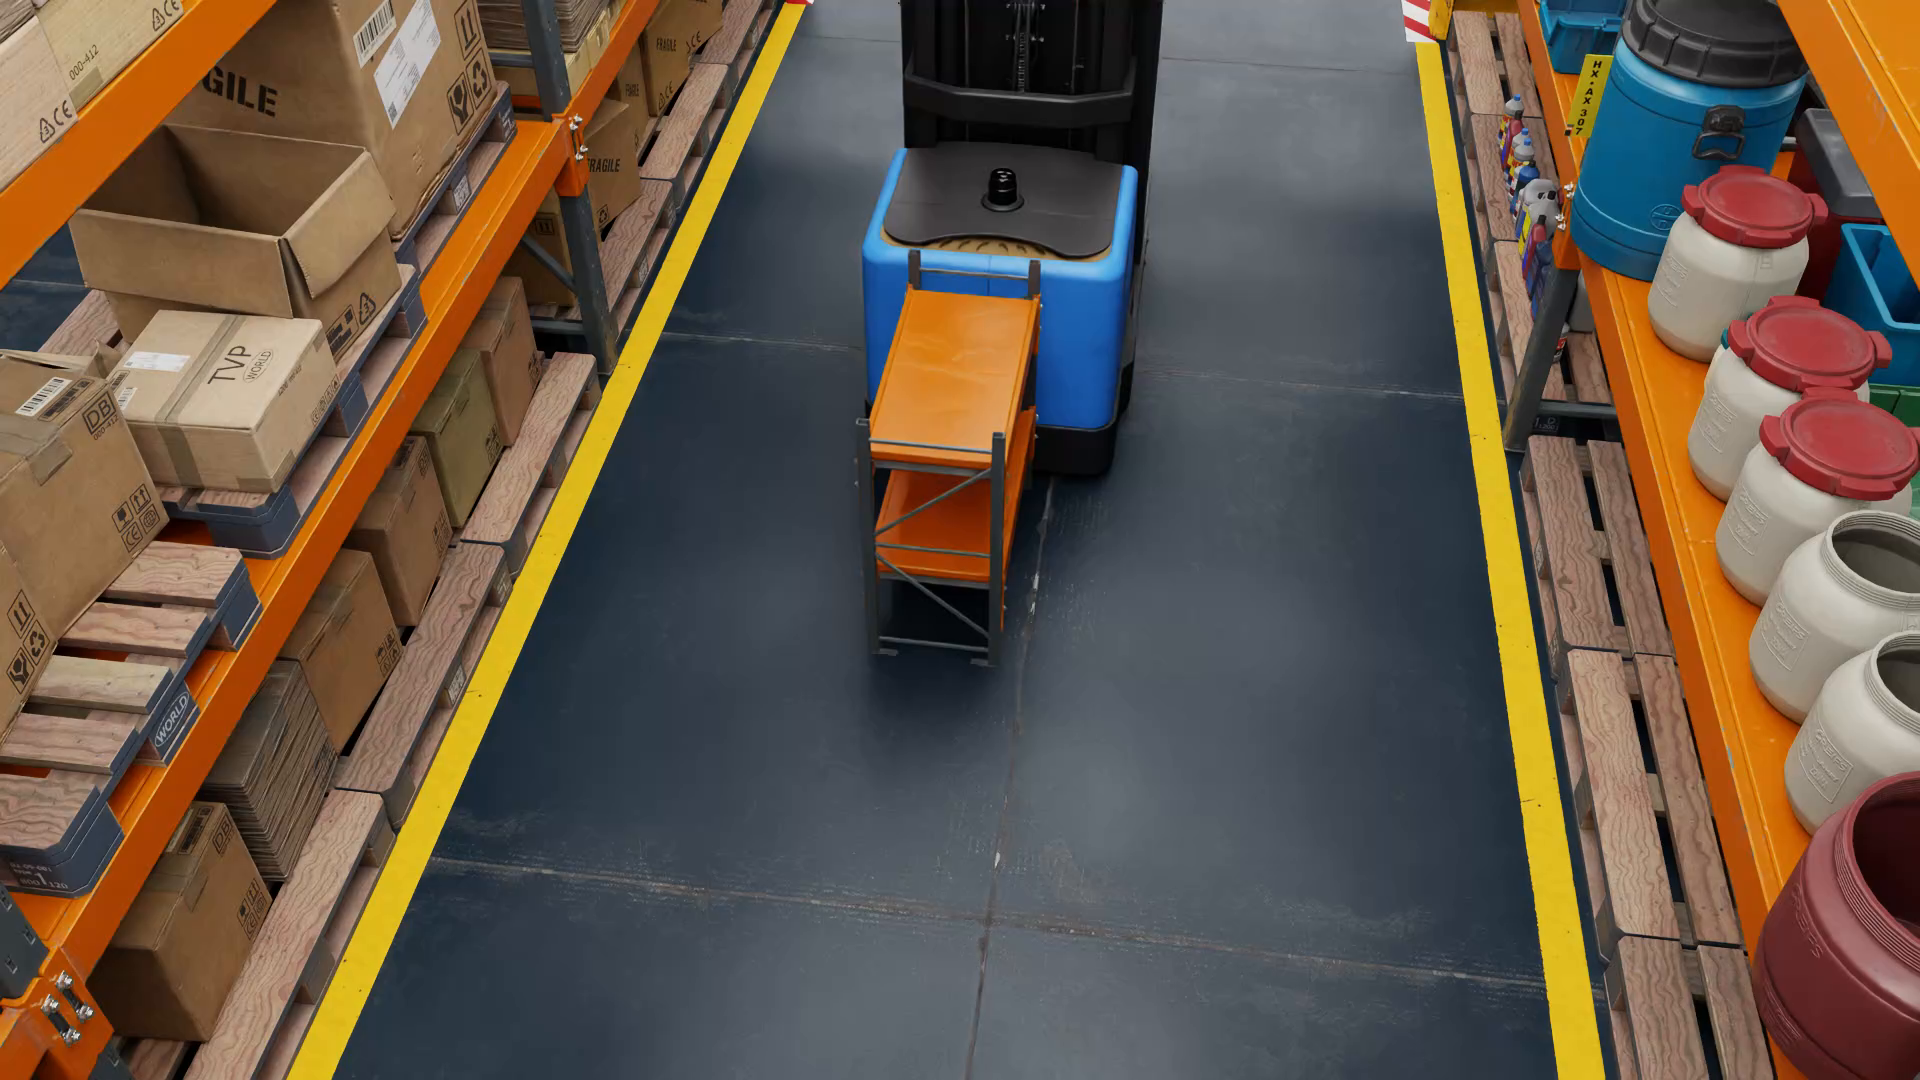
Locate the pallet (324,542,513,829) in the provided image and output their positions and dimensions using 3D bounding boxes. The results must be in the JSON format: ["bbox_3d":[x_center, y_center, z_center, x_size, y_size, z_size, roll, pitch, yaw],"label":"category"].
[{"bbox_3d":[-2.328,0.465,6.106,1.003,0.211,1.213,5,44,6],"label":"pallet"}]

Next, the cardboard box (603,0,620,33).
[{"bbox_3d":[-1.689,-2.282,7.162,0.380,0.149,0.250,5,44,6],"label":"cardboard box"}]

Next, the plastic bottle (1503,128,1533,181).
[{"bbox_3d":[2.777,-1.916,8.257,0.097,0.271,0.097,0,43,0],"label":"plastic bottle"}]

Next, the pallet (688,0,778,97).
[{"bbox_3d":[-1.691,-3.024,9.790,1.003,0.211,1.213,5,44,6],"label":"pallet"}]

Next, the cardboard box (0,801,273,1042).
[{"bbox_3d":[-2.527,1.103,4.901,0.700,0.500,0.500,3,44,3],"label":"cardboard box"}]

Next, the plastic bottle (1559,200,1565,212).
[{"bbox_3d":[2.815,-1.460,7.766,0.061,0.283,0.133,5,44,6],"label":"plastic bottle"}]

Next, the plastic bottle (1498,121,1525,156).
[{"bbox_3d":[2.809,-2.054,8.453,0.097,0.201,0.097,0,43,0],"label":"plastic bottle"}]

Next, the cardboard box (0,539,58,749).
[{"bbox_3d":[-2.564,0.253,3.923,0.500,0.500,0.500,0,43,0],"label":"cardboard box"}]

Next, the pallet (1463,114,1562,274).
[{"bbox_3d":[3.131,-1.737,8.431,1.003,0.211,1.213,5,44,6],"label":"pallet"}]

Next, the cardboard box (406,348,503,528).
[{"bbox_3d":[-2.252,-0.425,6.515,0.700,0.500,0.500,5,44,5],"label":"cardboard box"}]

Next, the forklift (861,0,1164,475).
[{"bbox_3d":[0.334,-2.354,7.105,1.130,2.935,3.031,6,44,6],"label":"forklift"}]

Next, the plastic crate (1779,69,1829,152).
[{"bbox_3d":[3.037,-1.785,6.498,0.767,0.338,0.504,5,44,6],"label":"plastic crate"}]

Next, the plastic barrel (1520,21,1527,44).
[{"bbox_3d":[3.360,-2.982,9.222,0.421,0.512,0.421,0,43,0],"label":"plastic barrel"}]

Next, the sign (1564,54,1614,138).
[{"bbox_3d":[2.298,-1.620,6.078,0.100,0.325,0.005,5,44,6],"label":"sign"}]

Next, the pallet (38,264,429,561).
[{"bbox_3d":[-2.375,-0.469,5.204,1.003,0.211,1.213,5,44,6],"label":"pallet"}]

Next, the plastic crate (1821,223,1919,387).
[{"bbox_3d":[3.005,-0.676,5.294,0.392,0.384,0.575,5,44,6],"label":"plastic crate"}]

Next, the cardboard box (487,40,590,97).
[{"bbox_3d":[-1.741,-1.940,6.800,0.380,0.149,0.250,5,44,6],"label":"cardboard box"}]

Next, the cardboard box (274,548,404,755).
[{"bbox_3d":[-2.399,0.337,5.711,0.700,0.500,0.500,9,44,9],"label":"cardboard box"}]

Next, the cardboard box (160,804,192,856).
[{"bbox_3d":[-2.537,0.830,4.644,0.500,0.250,0.500,7,44,7],"label":"cardboard box"}]

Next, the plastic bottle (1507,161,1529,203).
[{"bbox_3d":[2.751,-1.755,8.137,0.097,0.201,0.097,0,43,0],"label":"plastic bottle"}]

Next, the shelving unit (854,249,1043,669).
[{"bbox_3d":[-0.022,-0.308,6.257,0.538,1.125,1.048,6,44,6],"label":"shelving unit"}]

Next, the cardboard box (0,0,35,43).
[{"bbox_3d":[-2.208,-1.136,3.150,0.500,0.500,0.500,6,44,6],"label":"cardboard box"}]

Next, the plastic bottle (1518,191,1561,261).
[{"bbox_3d":[2.710,-1.476,7.734,0.144,0.351,0.185,5,44,5],"label":"plastic bottle"}]

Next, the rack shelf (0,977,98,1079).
[{"bbox_3d":[-2.861,2.438,2.517,1.077,0.370,4.000,5,44,6],"label":"rack shelf"}]

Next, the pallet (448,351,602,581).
[{"bbox_3d":[-2.169,-0.369,6.986,1.003,0.211,1.213,5,44,6],"label":"pallet"}]

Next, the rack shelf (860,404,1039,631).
[{"bbox_3d":[-0.022,-0.130,6.425,0.538,0.278,1.000,6,44,6],"label":"rack shelf"}]

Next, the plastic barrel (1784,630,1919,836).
[{"bbox_3d":[2.238,0.503,3.956,0.421,0.512,0.421,0,43,0],"label":"plastic barrel"}]

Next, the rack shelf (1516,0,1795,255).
[{"bbox_3d":[3.107,-2.564,7.799,1.077,0.370,4.000,5,44,6],"label":"rack shelf"}]

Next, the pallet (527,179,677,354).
[{"bbox_3d":[-2.014,-1.361,8.034,1.003,0.211,1.213,5,44,6],"label":"pallet"}]

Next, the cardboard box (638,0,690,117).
[{"bbox_3d":[-1.784,-2.624,8.852,0.500,0.500,0.500,9,44,9],"label":"cardboard box"}]

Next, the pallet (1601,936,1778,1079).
[{"bbox_3d":[2.454,1.752,4.746,1.003,0.211,1.213,5,44,6],"label":"pallet"}]

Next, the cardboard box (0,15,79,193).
[{"bbox_3d":[-2.213,-0.868,3.412,0.500,0.250,0.500,6,44,7],"label":"cardboard box"}]

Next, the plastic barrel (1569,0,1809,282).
[{"bbox_3d":[2.491,-1.408,5.691,0.600,0.901,0.708,5,44,6],"label":"plastic barrel"}]

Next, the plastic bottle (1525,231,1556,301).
[{"bbox_3d":[2.667,-1.256,7.501,0.144,0.351,0.185,3,44,3],"label":"plastic bottle"}]

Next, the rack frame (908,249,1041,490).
[{"bbox_3d":[0.053,-0.653,6.622,0.500,1.125,0.032,6,44,6],"label":"rack frame"}]

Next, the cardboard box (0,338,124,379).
[{"bbox_3d":[-2.643,-0.451,4.837,0.396,0.266,0.258,4,44,4],"label":"cardboard box"}]

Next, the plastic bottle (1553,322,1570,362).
[{"bbox_3d":[2.581,-0.881,7.214,0.097,0.201,0.097,0,43,0],"label":"plastic bottle"}]

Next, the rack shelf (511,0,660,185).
[{"bbox_3d":[-1.803,-3.014,8.275,1.077,0.370,4.000,5,44,6],"label":"rack shelf"}]

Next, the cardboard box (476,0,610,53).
[{"bbox_3d":[-1.947,-2.358,6.769,0.875,0.500,0.500,5,44,6],"label":"cardboard box"}]

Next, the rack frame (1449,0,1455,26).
[{"bbox_3d":[3.371,-4.188,8.992,1.000,3.000,0.127,5,44,6],"label":"rack frame"}]

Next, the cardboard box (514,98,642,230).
[{"bbox_3d":[-1.907,-1.817,8.000,0.500,0.500,0.500,19,46,19],"label":"cardboard box"}]

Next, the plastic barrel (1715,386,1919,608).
[{"bbox_3d":[2.344,-0.085,4.559,0.433,0.535,0.433,0,43,0],"label":"plastic barrel"}]

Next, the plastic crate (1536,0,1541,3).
[{"bbox_3d":[2.806,-2.496,7.396,0.530,0.136,0.437,5,44,6],"label":"plastic crate"}]

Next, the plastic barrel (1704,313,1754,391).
[{"bbox_3d":[2.515,-0.524,5.222,0.301,0.262,0.301,0,43,0],"label":"plastic barrel"}]

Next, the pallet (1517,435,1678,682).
[{"bbox_3d":[2.777,0.089,6.502,1.003,0.211,1.213,5,44,6],"label":"pallet"}]

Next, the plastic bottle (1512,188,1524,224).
[{"bbox_3d":[2.724,-1.615,7.989,0.097,0.201,0.097,0,43,0],"label":"plastic bottle"}]

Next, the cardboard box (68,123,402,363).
[{"bbox_3d":[-2.205,-0.913,5.152,0.797,0.503,0.637,9,44,10],"label":"cardboard box"}]
